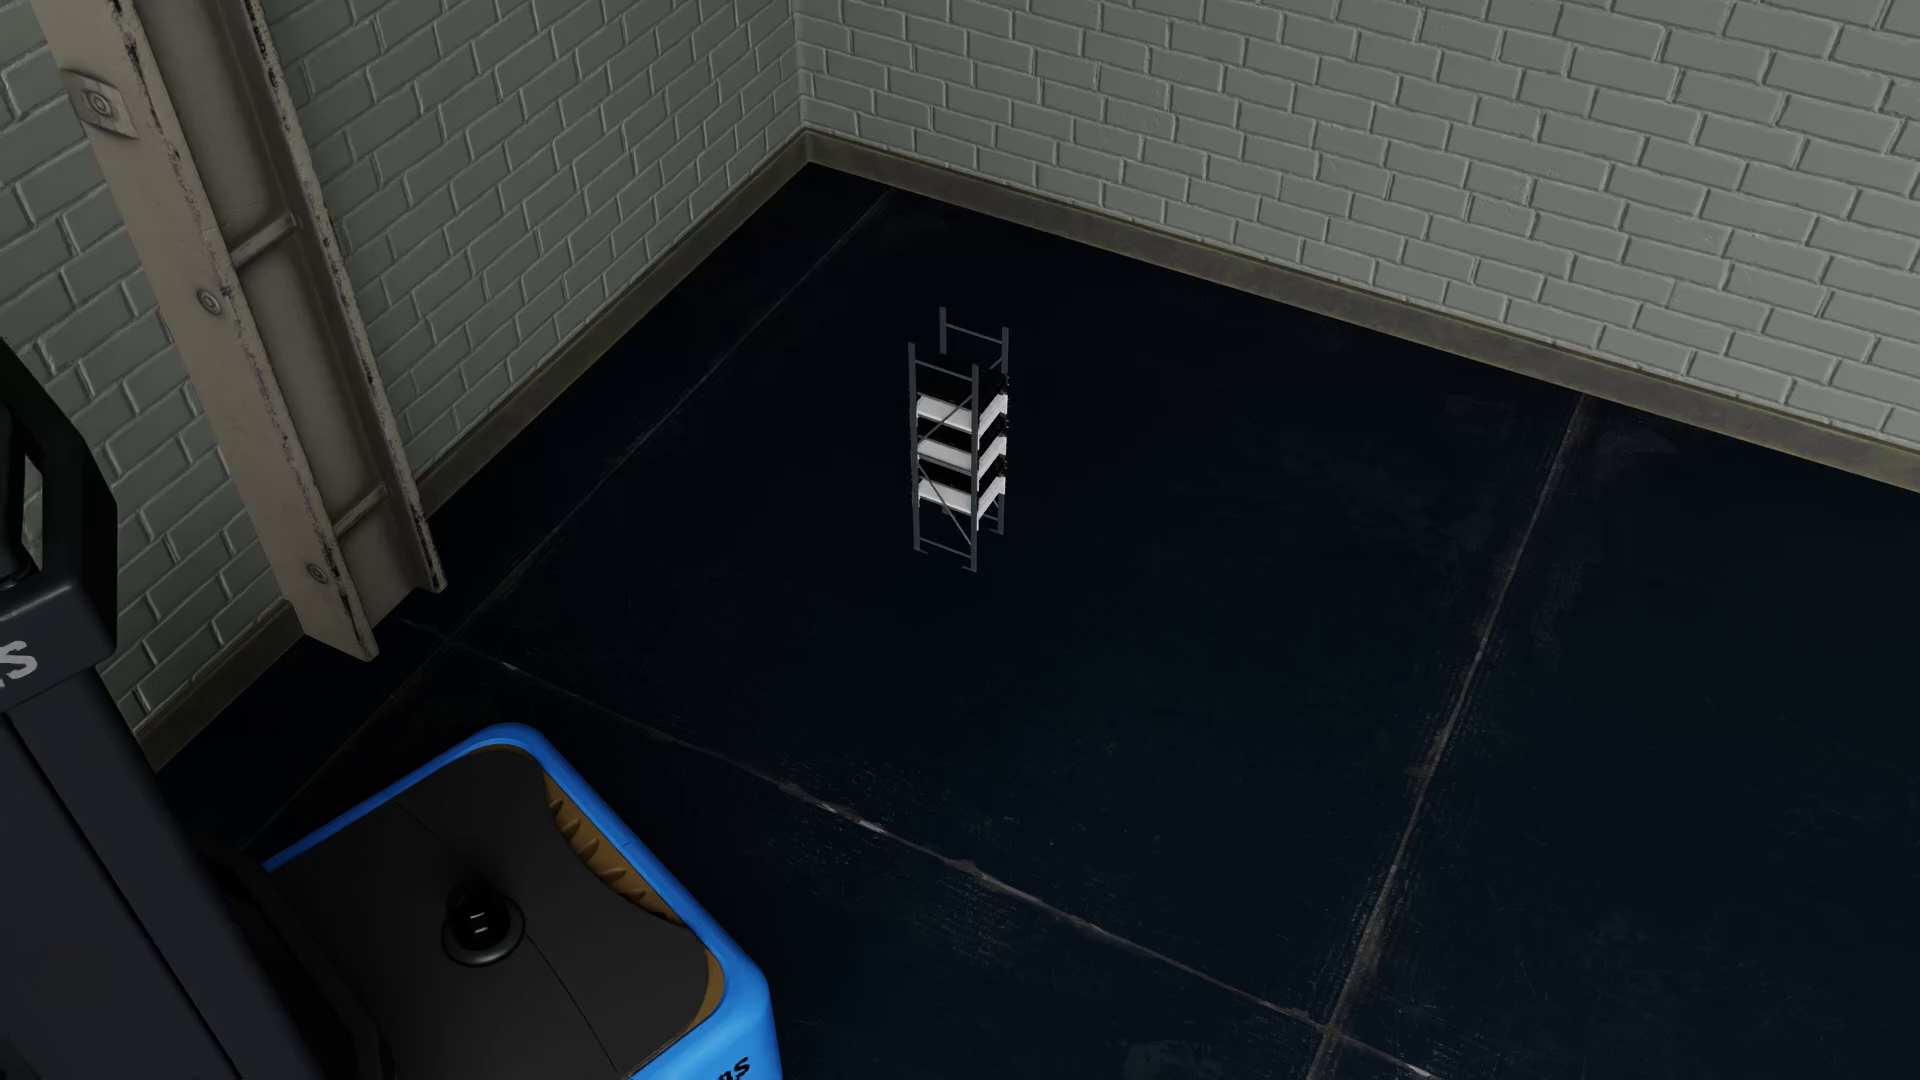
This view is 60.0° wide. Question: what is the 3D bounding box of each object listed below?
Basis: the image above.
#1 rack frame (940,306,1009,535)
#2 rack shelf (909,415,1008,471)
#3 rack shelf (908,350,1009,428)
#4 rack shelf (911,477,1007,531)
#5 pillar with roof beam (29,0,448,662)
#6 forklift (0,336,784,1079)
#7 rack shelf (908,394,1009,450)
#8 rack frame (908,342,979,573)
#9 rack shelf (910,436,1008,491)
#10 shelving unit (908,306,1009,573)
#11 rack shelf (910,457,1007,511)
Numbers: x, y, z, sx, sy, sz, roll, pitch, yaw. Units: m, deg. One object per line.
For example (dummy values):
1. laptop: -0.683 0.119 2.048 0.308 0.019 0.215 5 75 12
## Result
1. rack frame: 0.043 -0.375 5.488 0.240 0.900 0.006 20 49 19
2. rack shelf: -0.004 -0.351 5.385 0.258 0.077 0.200 20 49 19
3. rack shelf: -0.004 -0.478 5.257 0.258 0.077 0.200 20 49 19
4. rack shelf: -0.004 -0.161 5.577 0.258 0.077 0.200 20 49 19
5. pillar with roof beam: 1.863 -1.522 0.927 9.100 9.000 0.400 20 49 19
6. forklift: -1.800 1.081 2.621 3.031 2.935 1.130 -33 54 -28
7. rack shelf: -0.004 -0.414 5.321 0.258 0.077 0.200 20 49 19
8. rack frame: -0.051 -0.247 5.362 0.240 0.900 0.006 20 49 19
9. rack shelf: -0.004 -0.288 5.449 0.258 0.077 0.200 20 49 19
10. shelving unit: -0.004 -0.311 5.425 0.258 0.900 0.210 20 49 19
11. rack shelf: -0.004 -0.225 5.513 0.258 0.077 0.200 20 49 19
